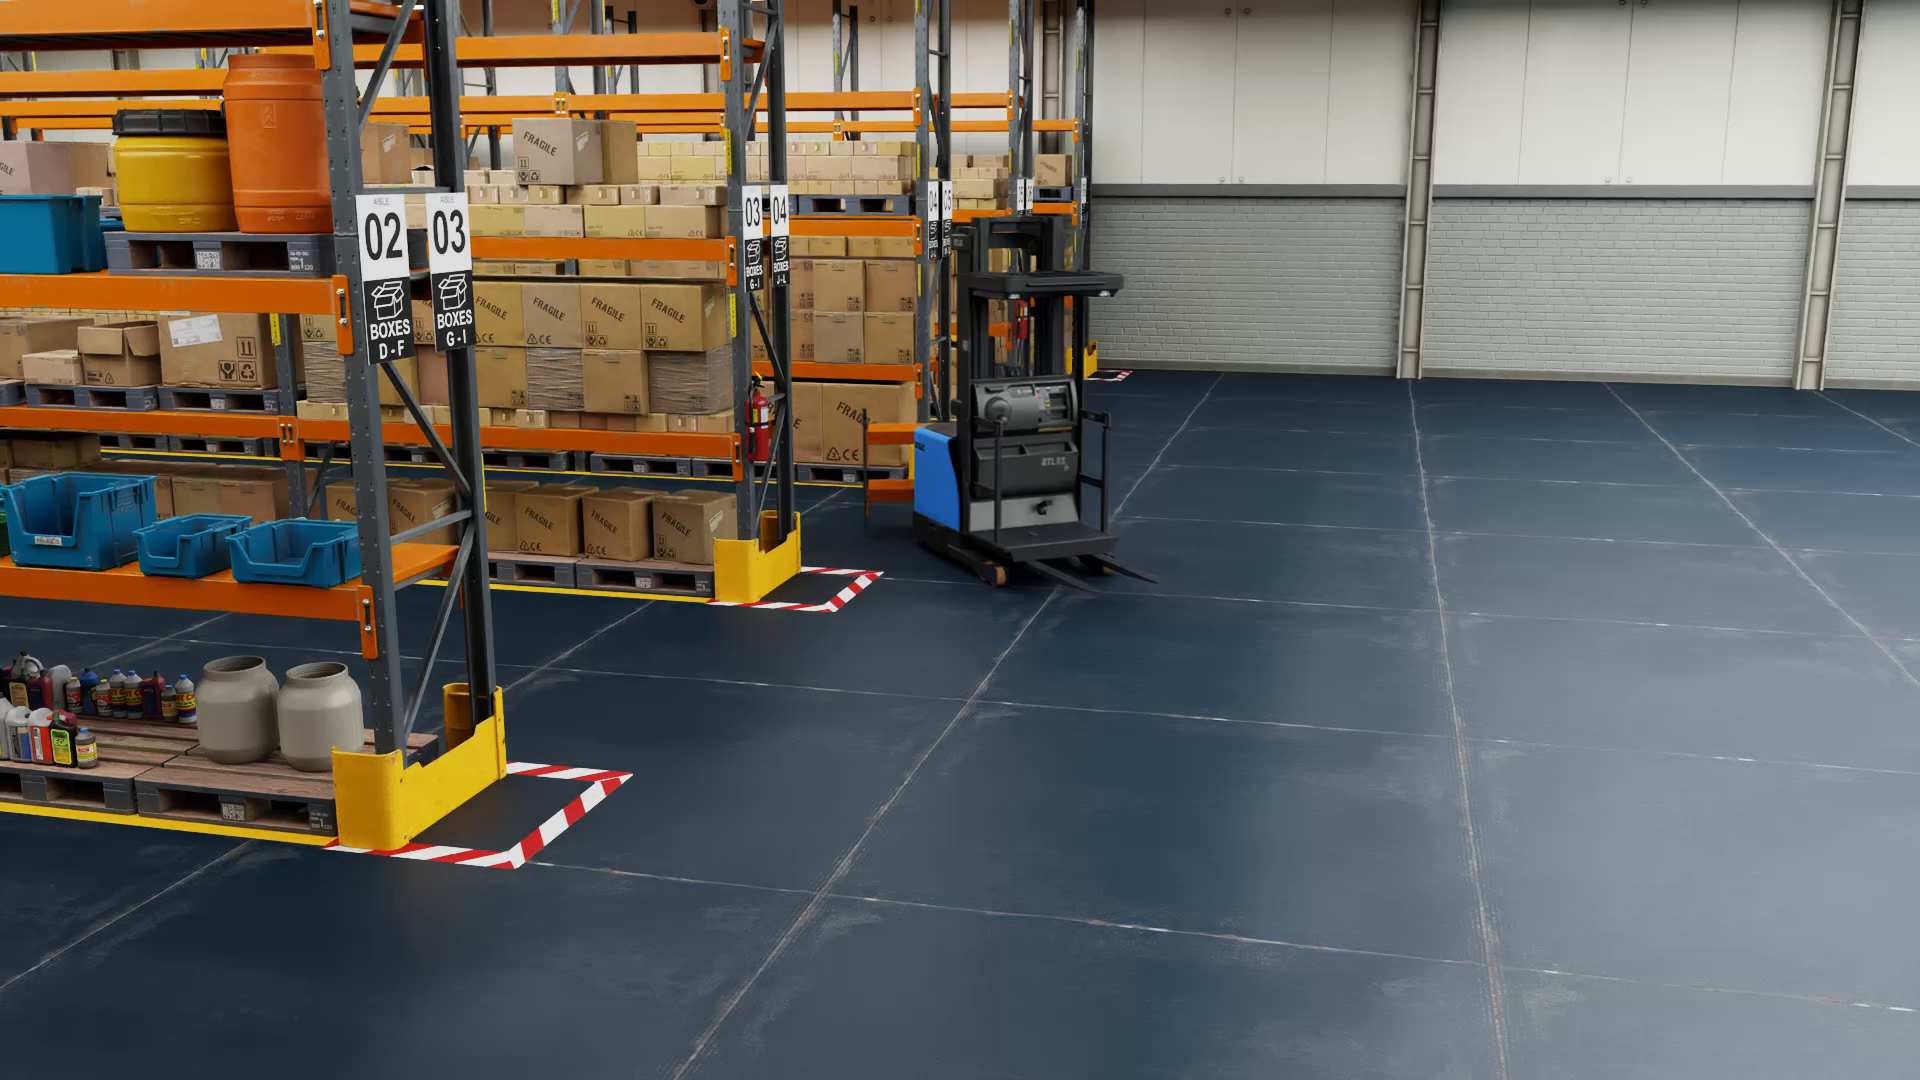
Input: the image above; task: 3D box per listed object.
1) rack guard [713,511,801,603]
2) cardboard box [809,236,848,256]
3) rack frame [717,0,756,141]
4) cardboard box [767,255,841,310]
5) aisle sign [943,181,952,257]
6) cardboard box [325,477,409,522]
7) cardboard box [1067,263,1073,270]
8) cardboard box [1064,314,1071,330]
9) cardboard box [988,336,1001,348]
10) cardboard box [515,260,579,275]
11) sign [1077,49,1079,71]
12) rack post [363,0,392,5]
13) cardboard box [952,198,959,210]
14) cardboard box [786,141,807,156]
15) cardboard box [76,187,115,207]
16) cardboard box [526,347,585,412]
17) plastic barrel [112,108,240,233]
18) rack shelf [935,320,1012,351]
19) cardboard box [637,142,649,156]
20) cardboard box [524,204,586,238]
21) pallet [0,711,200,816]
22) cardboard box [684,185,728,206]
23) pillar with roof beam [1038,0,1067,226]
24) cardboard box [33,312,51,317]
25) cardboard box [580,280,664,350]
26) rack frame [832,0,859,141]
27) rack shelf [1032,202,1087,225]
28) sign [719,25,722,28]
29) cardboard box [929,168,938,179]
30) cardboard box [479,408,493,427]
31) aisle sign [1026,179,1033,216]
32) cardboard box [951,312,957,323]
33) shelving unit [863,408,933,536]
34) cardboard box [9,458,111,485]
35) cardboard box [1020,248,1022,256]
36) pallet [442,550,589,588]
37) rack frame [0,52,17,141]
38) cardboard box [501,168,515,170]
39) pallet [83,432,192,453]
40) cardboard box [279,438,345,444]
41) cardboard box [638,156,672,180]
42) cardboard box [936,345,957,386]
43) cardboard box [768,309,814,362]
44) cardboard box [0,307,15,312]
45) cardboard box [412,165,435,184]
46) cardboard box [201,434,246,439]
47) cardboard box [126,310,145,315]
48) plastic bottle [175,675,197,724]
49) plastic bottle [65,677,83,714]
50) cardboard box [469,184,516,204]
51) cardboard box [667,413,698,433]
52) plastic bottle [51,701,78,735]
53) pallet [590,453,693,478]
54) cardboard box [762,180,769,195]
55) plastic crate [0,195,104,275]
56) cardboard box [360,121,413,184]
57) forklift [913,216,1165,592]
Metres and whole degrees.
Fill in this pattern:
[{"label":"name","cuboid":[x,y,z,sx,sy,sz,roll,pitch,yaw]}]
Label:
[{"label":"rack guard","cuboid":[-1.637,0.124,13.538,0.348,0.500,1.175,3,13,14]},{"label":"cardboard box","cuboid":[-1.725,-3.935,22.835,0.500,0.500,0.700,3,13,12]},{"label":"rack frame","cuboid":[-3.072,-6.313,22.928,0.127,3.000,1.000,3,13,14]},{"label":"cardboard box","cuboid":[-1.695,-2.825,18.218,0.550,0.550,0.875,3,13,14]},{"label":"aisle sign","cuboid":[-0.136,-3.459,17.913,0.004,0.787,0.394,3,13,14]},{"label":"cardboard box","cuboid":[-5.068,-0.256,14.279,0.500,0.500,0.500,3,13,12]},{"label":"cardboard box","cuboid":[1.583,-4.354,27.716,0.500,0.500,0.500,3,13,15]},{"label":"cardboard box","cuboid":[1.576,-3.636,27.784,0.500,0.250,0.500,3,13,13]},{"label":"cardboard box","cuboid":[0.459,-3.338,27.592,0.500,0.250,0.500,3,13,12]},{"label":"cardboard box","cuboid":[-4.643,-2.899,18.854,0.500,0.500,0.700,3,13,13]},{"label":"sign","cuboid":[1.853,-7.531,26.078,0.005,0.325,0.100,3,13,14]},{"label":"rack post","cuboid":[-3.453,-2.802,8.257,0.954,0.300,0.937,5,13,20]},{"label":"cardboard box","cuboid":[-0.101,-4.505,22.285,0.250,0.149,0.380,3,13,15]},{"label":"cardboard box","cuboid":[-1.670,-4.114,17.482,0.250,0.149,0.380,3,13,14]},{"label":"cardboard box","cuboid":[-7.291,-2.932,14.184,0.250,0.166,0.380,3,13,12]},{"label":"cardboard box","cuboid":[-3.080,-1.357,13.522,0.500,0.500,0.875,3,13,14]},{"label":"plastic barrel","cuboid":[-3.887,-1.845,8.310,0.600,0.588,0.600,0,13,0]},{"label":"rack shelf","cuboid":[-1.130,-2.929,23.188,4.000,0.370,1.077,3,13,14]},{"label":"cardboard box","cuboid":[-3.394,-4.206,17.897,0.250,0.149,0.380,3,13,13]},{"label":"cardboard box","cuboid":[-3.073,-2.509,13.055,0.500,0.250,0.500,3,13,15]},{"label":"pallet","cuboid":[-4.803,1.209,9.313,1.213,0.211,1.003,3,13,14]},{"label":"cardboard box","cuboid":[-1.907,-2.627,12.667,0.250,0.149,0.380,3,13,14]},{"label":"pillar with roof beam","cuboid":[0.506,-6.470,23.635,0.548,9.000,9.100,3,13,14]},{"label":"cardboard box","cuboid":[-10.899,-2.678,20.006,0.250,0.149,0.380,3,13,14]},{"label":"cardboard box","cuboid":[-2.643,-1.776,13.104,0.500,0.500,0.500,3,13,14]},{"label":"rack frame","cuboid":[-1.886,-7.357,27.634,0.127,3.000,1.000,3,13,14]},{"label":"rack shelf","cuboid":[0.055,-5.438,27.569,4.000,0.370,1.077,3,13,14]},{"label":"sign","cuboid":[-3.199,-6.729,22.283,0.005,0.325,0.100,3,13,14]},{"label":"cardboard box","cuboid":[-0.315,-4.918,22.305,0.250,0.149,0.380,3,13,14]},{"label":"cardboard box","cuboid":[-3.850,-1.028,13.539,0.250,0.149,0.380,3,13,14]},{"label":"aisle sign","cuboid":[0.946,-4.508,22.640,0.004,0.787,0.394,3,13,14]},{"label":"cardboard box","cuboid":[-0.119,-3.036,22.589,0.250,0.149,0.380,3,13,13]},{"label":"shelving unit","cuboid":[-0.380,-0.648,15.574,1.048,1.125,0.538,-1,13,-3]},{"label":"cardboard box","cuboid":[-8.133,-0.446,15.088,0.500,0.500,0.700,2,13,9]},{"label":"cardboard box","cuboid":[1.091,-4.720,27.183,0.250,0.149,0.380,3,13,15]},{"label":"pallet","cuboid":[-3.598,0.151,14.080,1.213,0.211,1.003,3,13,14]},{"label":"rack frame","cuboid":[-11.927,-5.682,20.084,0.127,3.000,1.000,3,13,14]},{"label":"cardboard box","cuboid":[-7.959,-6.409,28.979,0.250,0.149,0.380,3,13,14]},{"label":"pallet","cuboid":[-9.983,-1.289,20.572,1.213,0.211,1.003,3,13,14]},{"label":"cardboard box","cuboid":[-7.474,-1.602,19.769,0.750,0.750,1.050,3,13,13]},{"label":"cardboard box","cuboid":[-3.262,-4.018,17.969,0.500,0.250,0.500,3,13,13]},{"label":"cardboard box","cuboid":[-0.029,-2.392,22.754,0.500,0.500,0.500,3,13,14]},{"label":"cardboard box","cuboid":[-1.700,-2.293,18.313,0.550,0.550,0.875,3,13,14]},{"label":"cardboard box","cuboid":[-11.403,-2.851,20.097,0.250,0.149,0.380,3,13,12]},{"label":"cardboard box","cuboid":[-5.914,-4.057,18.693,0.500,0.311,0.500,3,13,11]},{"label":"cardboard box","cuboid":[-8.745,-1.509,19.930,0.500,0.500,0.500,3,13,13]},{"label":"cardboard box","cuboid":[-9.632,-2.756,19.671,0.250,0.149,0.380,3,13,13]},{"label":"plastic bottle","cuboid":[-4.435,0.906,9.522,0.097,0.271,0.097,0,13,0]},{"label":"plastic bottle","cuboid":[-5.161,0.902,9.705,0.097,0.201,0.097,0,13,0]},{"label":"cardboard box","cuboid":[-3.672,-2.738,13.168,0.250,0.149,0.380,3,13,15]},{"label":"cardboard box","cuboid":[-2.132,-0.954,13.207,0.250,0.149,0.380,3,13,14]},{"label":"plastic bottle","cuboid":[-4.851,1.016,9.002,0.133,0.283,0.061,3,13,14]},{"label":"pallet","cuboid":[-3.440,-0.921,18.913,1.213,0.211,1.003,3,13,14]},{"label":"cardboard box","cuboid":[-1.914,-3.738,17.627,0.250,0.149,0.380,3,13,14]},{"label":"plastic crate","cuboid":[-4.673,-1.543,8.393,0.575,0.384,0.392,3,13,14]},{"label":"cardboard box","cuboid":[-4.948,-3.233,13.900,0.500,0.500,0.500,3,13,12]},{"label":"forklift","cuboid":[0.643,-1.158,13.703,1.130,2.935,3.031,-6,14,-24]}]
